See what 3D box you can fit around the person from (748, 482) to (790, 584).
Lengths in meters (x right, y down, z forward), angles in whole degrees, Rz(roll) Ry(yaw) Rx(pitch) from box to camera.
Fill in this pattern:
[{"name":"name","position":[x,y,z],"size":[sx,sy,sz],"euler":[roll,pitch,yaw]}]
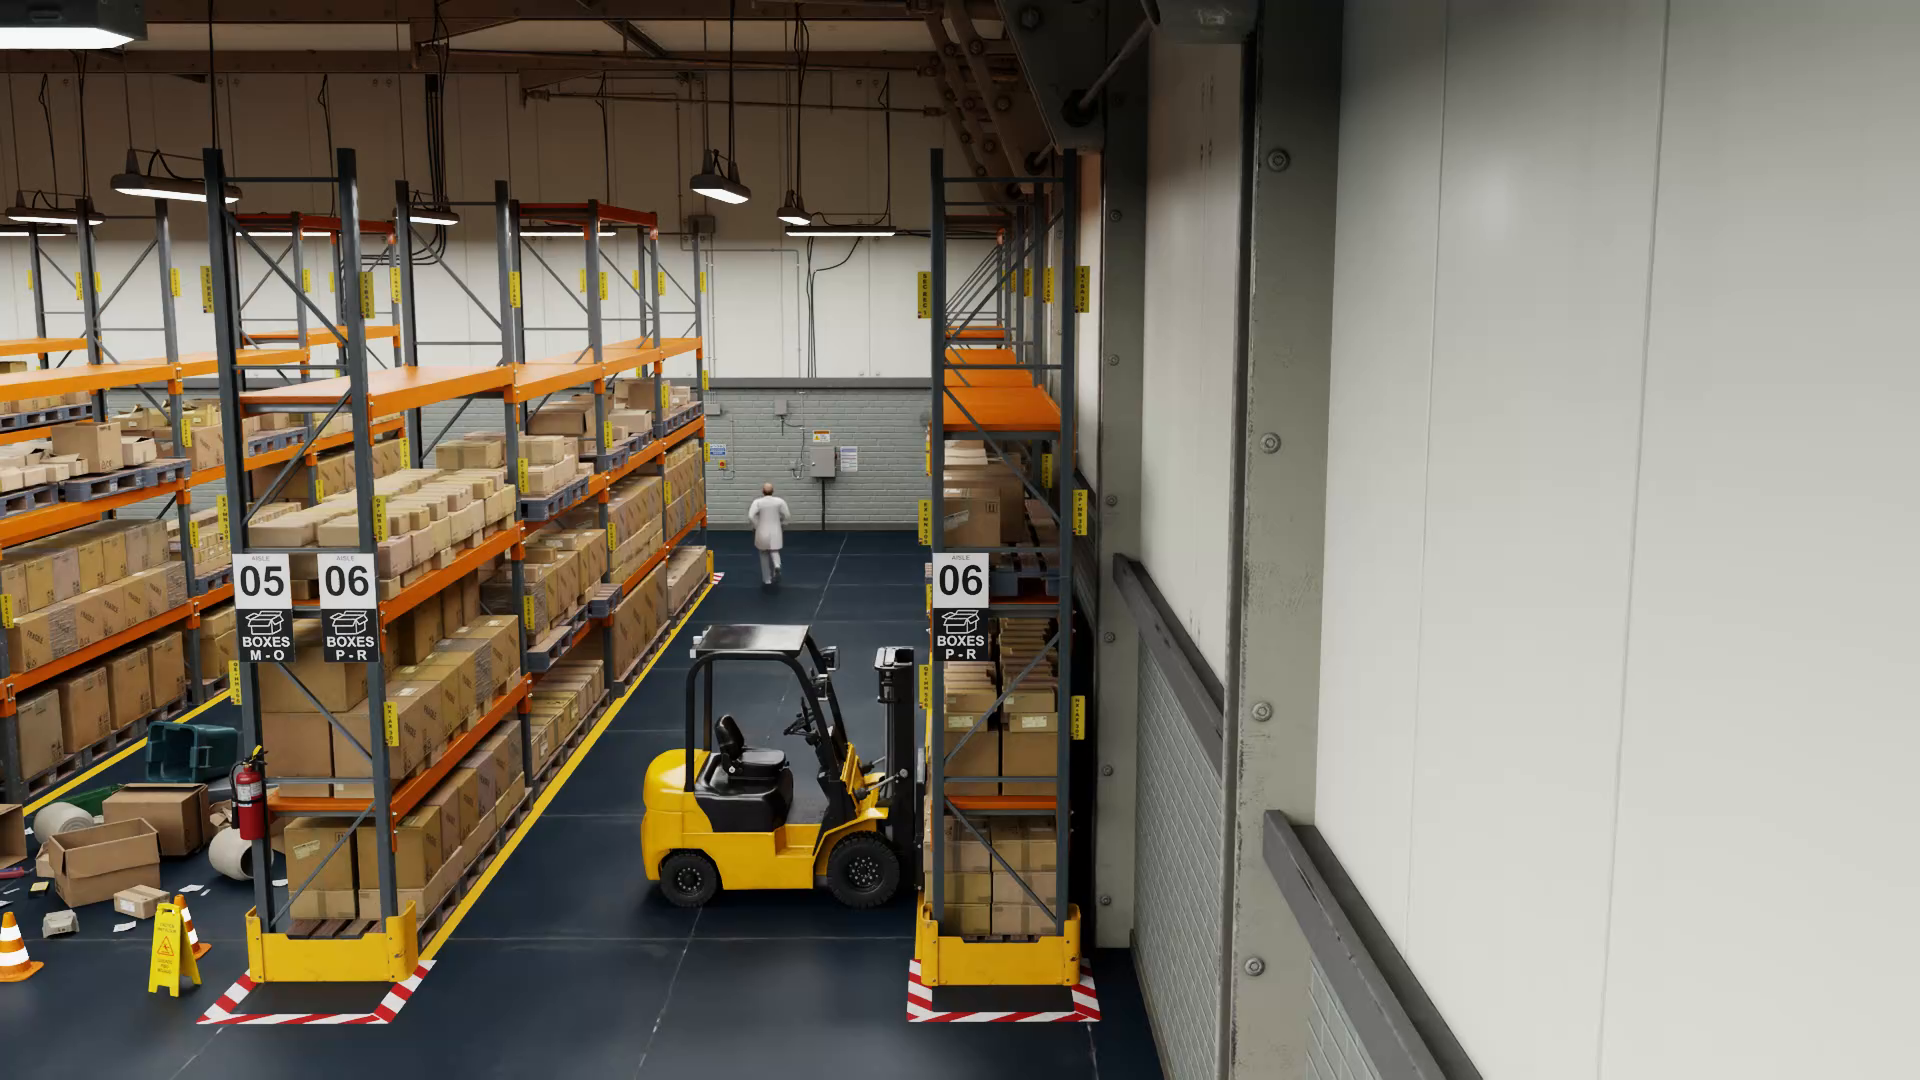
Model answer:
[{"name":"person","position":[-3.169,-0.097,27.528],"size":[0.712,1.738,0.928],"euler":[-2,9,-13]}]

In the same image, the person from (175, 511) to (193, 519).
[{"name":"person","position":[-11.546,0.374,24.873],"size":[0.595,1.700,0.752],"euler":[1,9,4]}]
